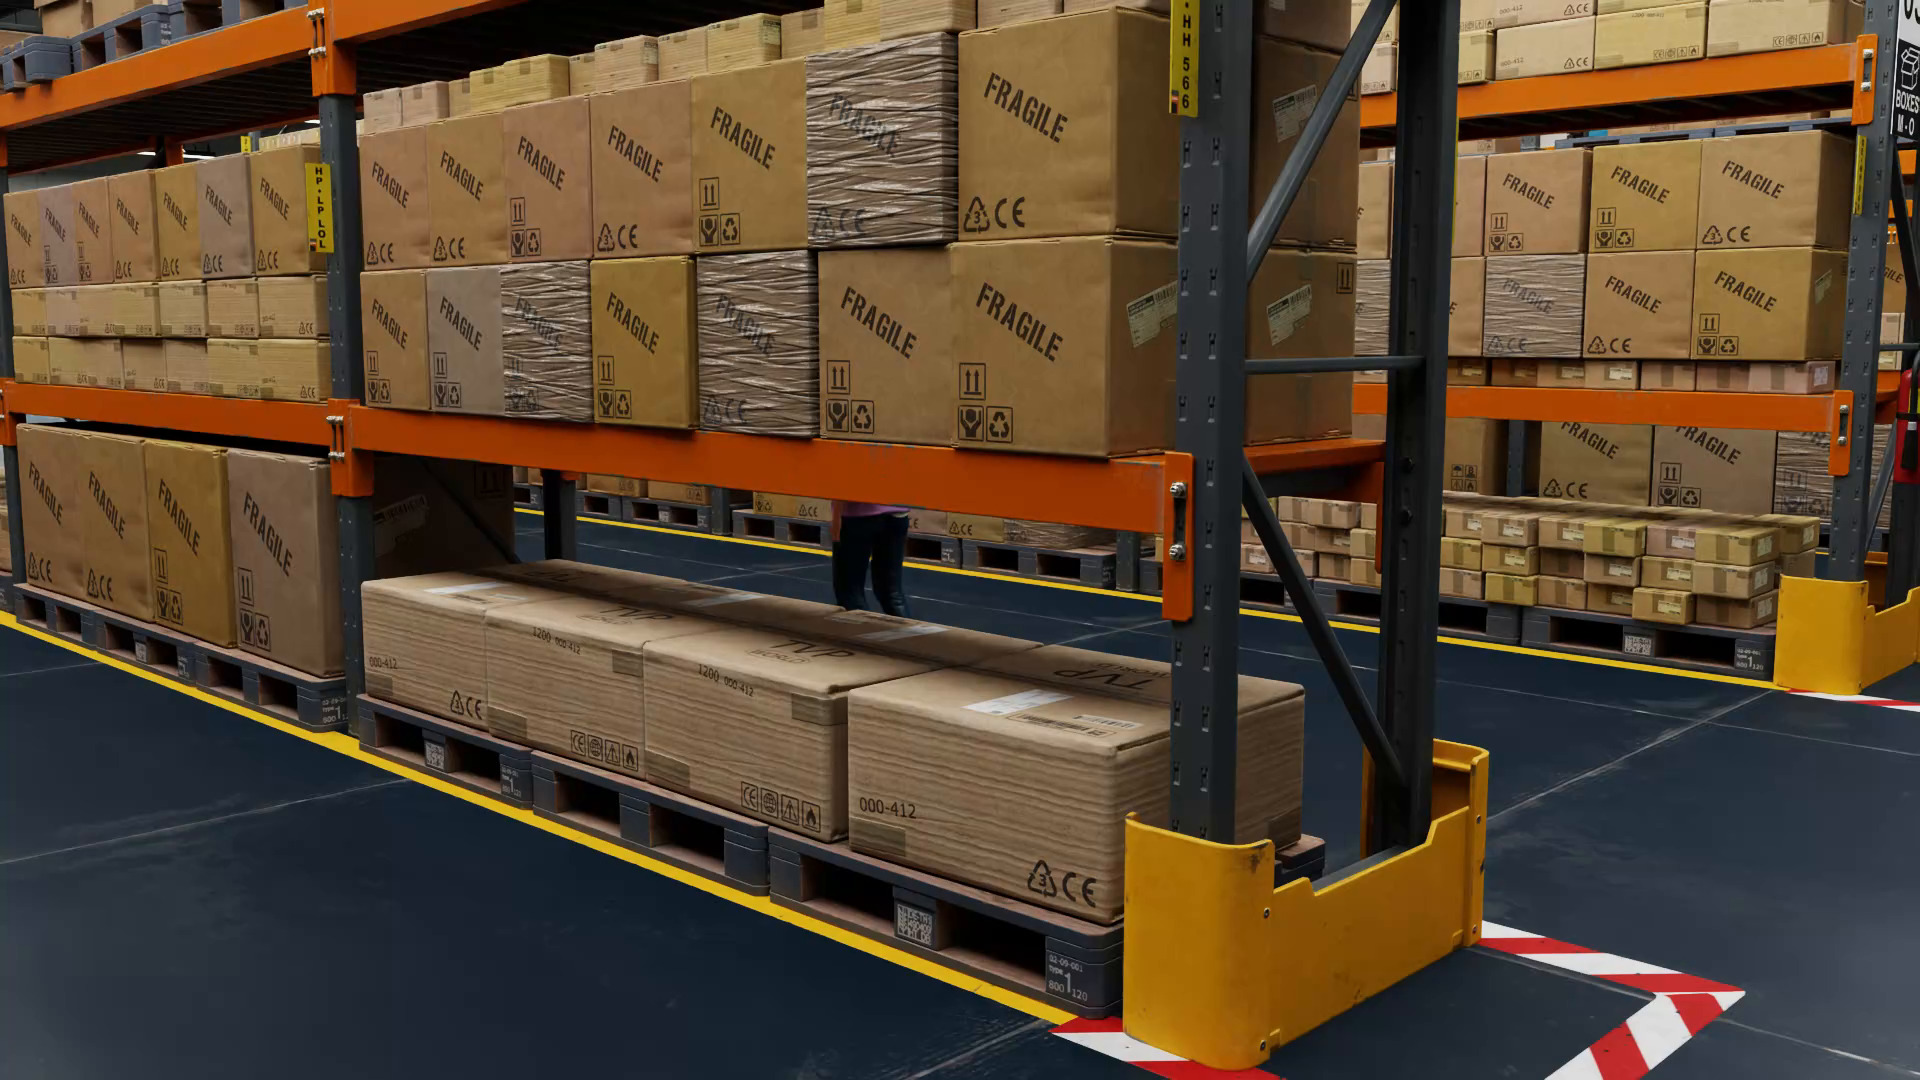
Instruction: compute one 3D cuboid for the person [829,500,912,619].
[{"bbox_3d":[-0.383,-0.087,7.097,0.407,1.615,0.340,-7,10,-44],"label":"person"}]
